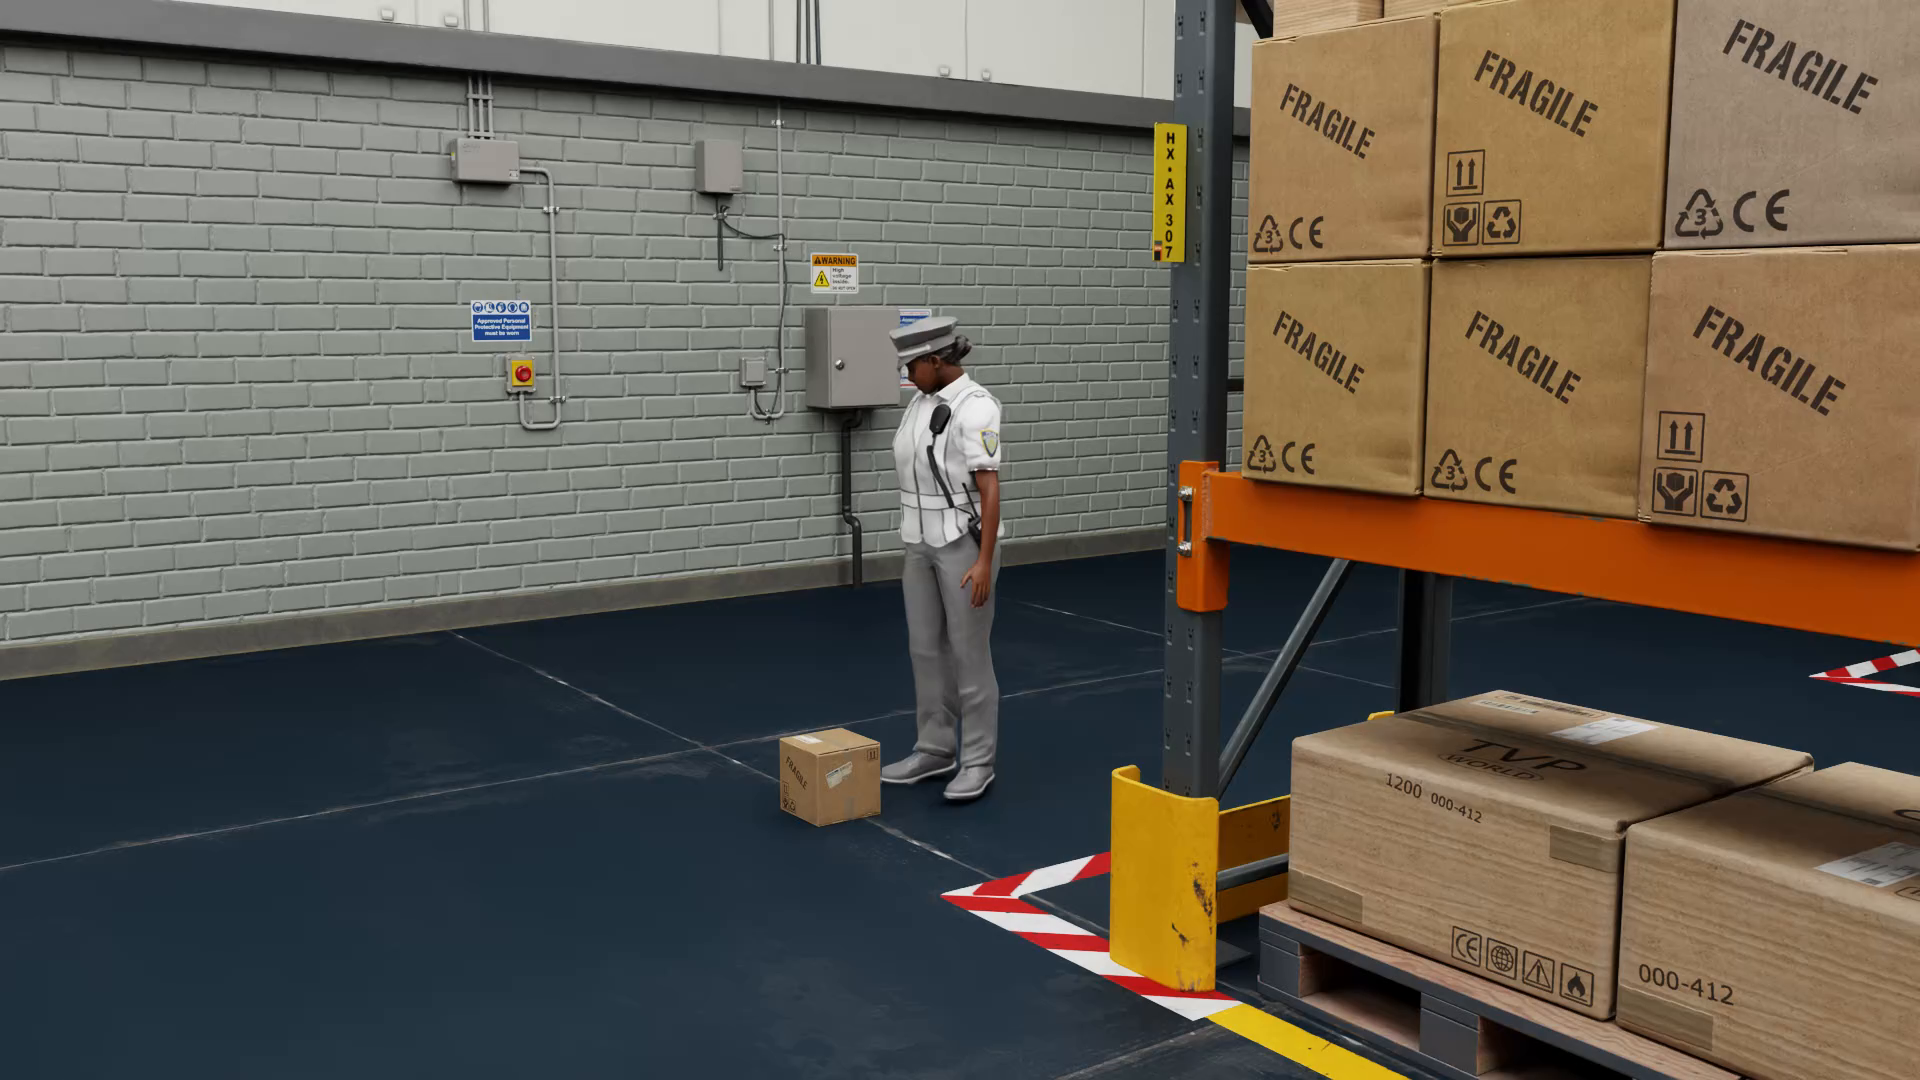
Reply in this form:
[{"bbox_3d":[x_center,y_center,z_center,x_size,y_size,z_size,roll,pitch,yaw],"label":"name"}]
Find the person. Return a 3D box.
[{"bbox_3d":[-0.043,0.063,5.800,0.397,1.672,0.537,-7,11,-41],"label":"person"}]
